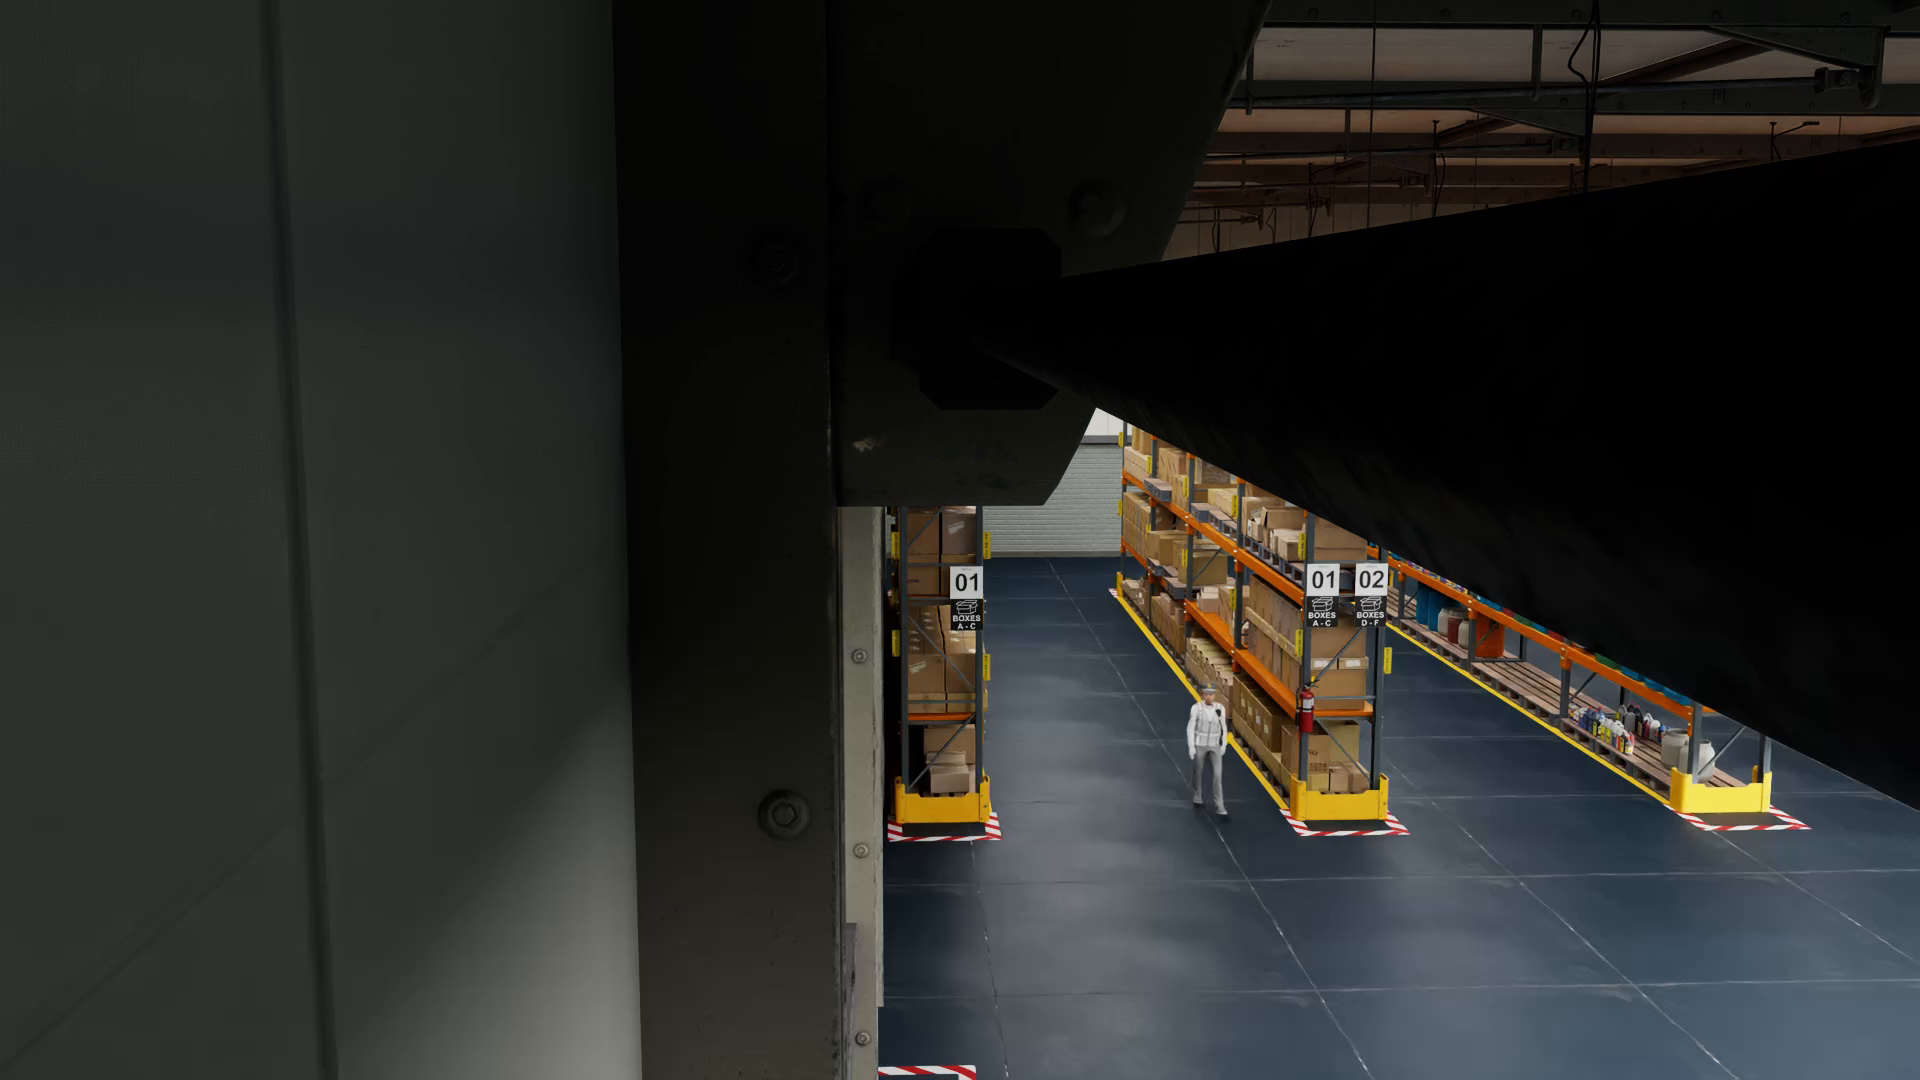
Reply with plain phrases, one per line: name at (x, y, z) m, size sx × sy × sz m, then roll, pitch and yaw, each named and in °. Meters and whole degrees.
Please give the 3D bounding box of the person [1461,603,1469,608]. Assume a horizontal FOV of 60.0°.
person at (10.585, 0.666, 34.600) m, size 0.447 × 1.595 × 1.021 m, roll -1°, pitch 8°, yaw -5°

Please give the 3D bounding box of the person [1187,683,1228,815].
person at (3.106, 2.593, 20.823) m, size 0.532 × 1.630 × 1.007 m, roll 1°, pitch 8°, yaw 4°
